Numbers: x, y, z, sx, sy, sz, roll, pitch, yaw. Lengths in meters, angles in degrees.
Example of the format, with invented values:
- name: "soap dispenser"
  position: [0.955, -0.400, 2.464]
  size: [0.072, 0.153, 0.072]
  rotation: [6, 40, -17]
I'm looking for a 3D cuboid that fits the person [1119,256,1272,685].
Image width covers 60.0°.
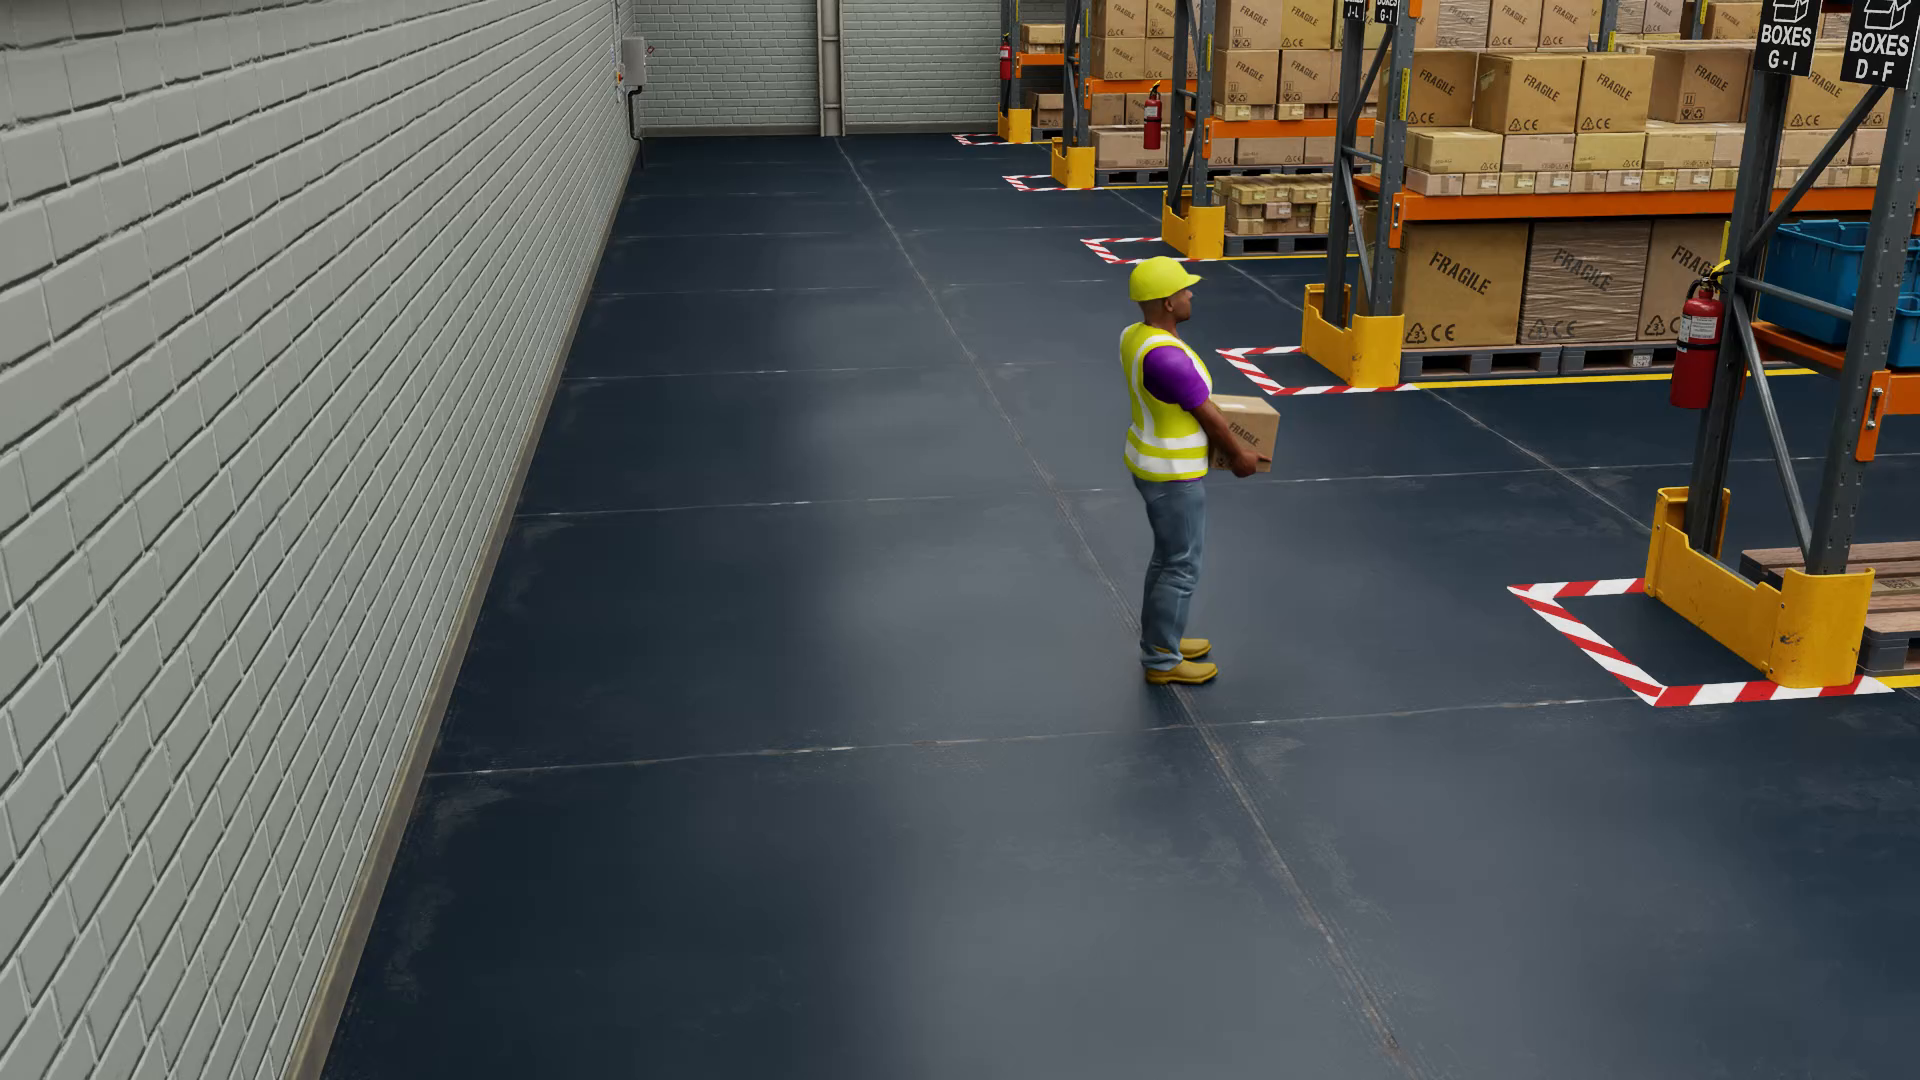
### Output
- name: "person"
  position: [0.951, -0.291, 6.851]
  size: [0.587, 1.761, 0.502]
  rotation: [-3, 20, -7]
